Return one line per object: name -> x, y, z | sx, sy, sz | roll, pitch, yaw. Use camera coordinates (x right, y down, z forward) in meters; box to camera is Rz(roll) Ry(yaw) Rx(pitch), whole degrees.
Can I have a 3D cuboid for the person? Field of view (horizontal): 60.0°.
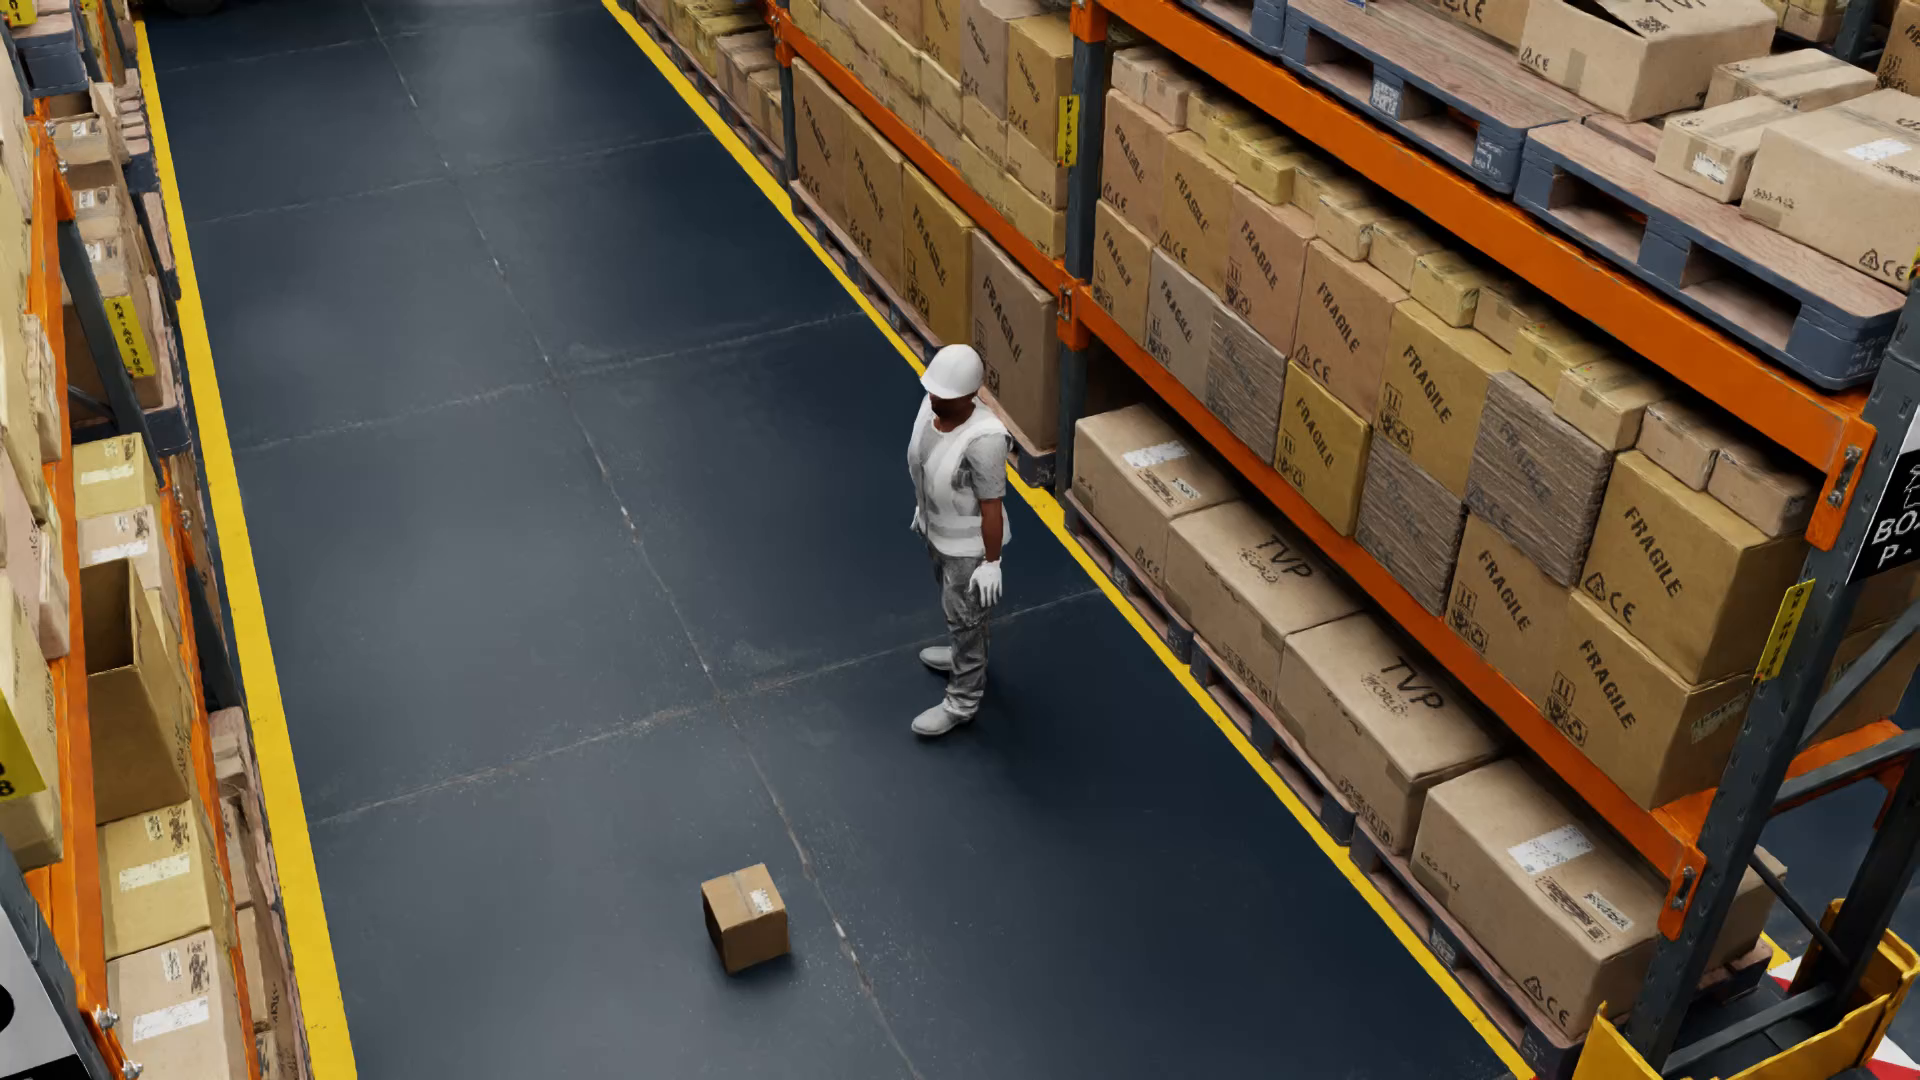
person -> -0.041, -0.007, 6.813 | 0.514, 1.777, 0.646 | -16, 40, -20
